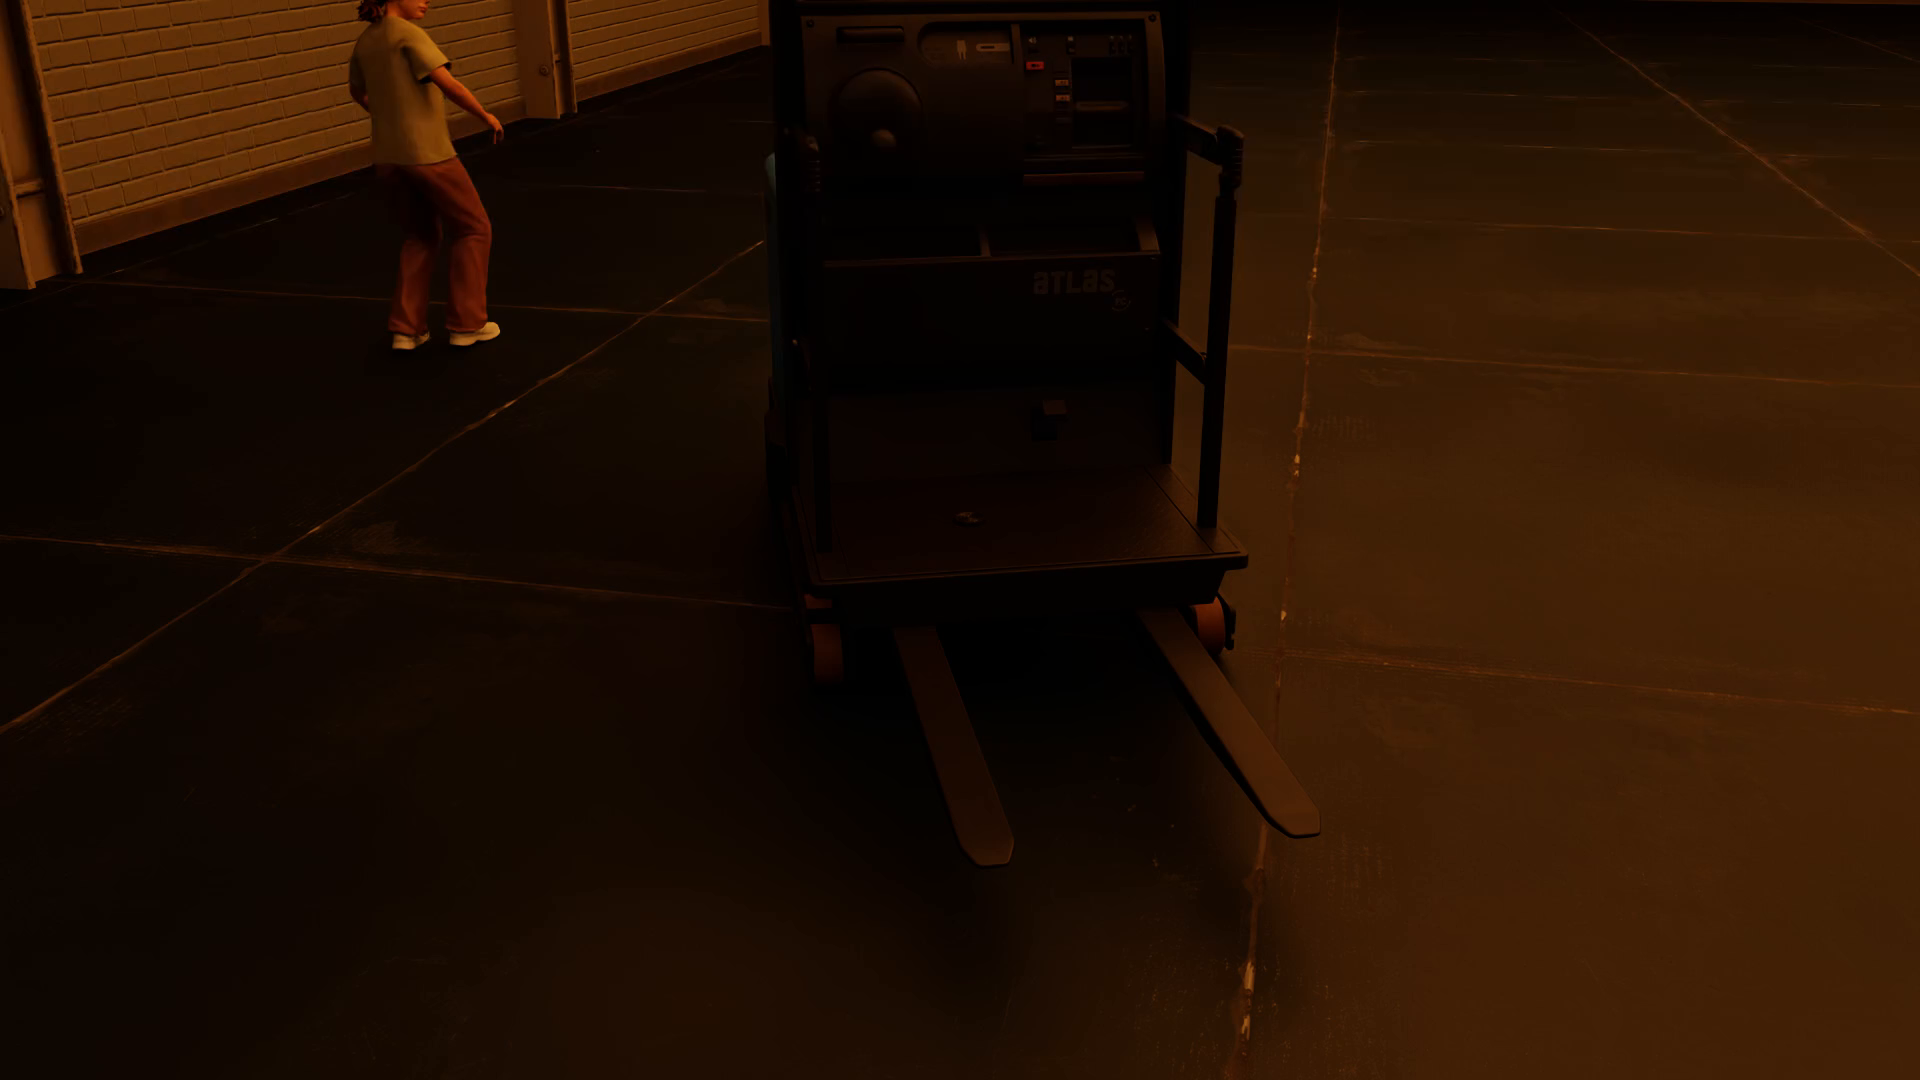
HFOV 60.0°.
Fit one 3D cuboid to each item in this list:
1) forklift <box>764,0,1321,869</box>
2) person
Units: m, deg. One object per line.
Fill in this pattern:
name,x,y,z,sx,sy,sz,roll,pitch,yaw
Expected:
forklift,0.104,-1.131,4.040,1.130,2.935,3.031,-4,22,-9
person,-2.253,-1.500,6.951,0.603,1.336,0.420,11,25,25
